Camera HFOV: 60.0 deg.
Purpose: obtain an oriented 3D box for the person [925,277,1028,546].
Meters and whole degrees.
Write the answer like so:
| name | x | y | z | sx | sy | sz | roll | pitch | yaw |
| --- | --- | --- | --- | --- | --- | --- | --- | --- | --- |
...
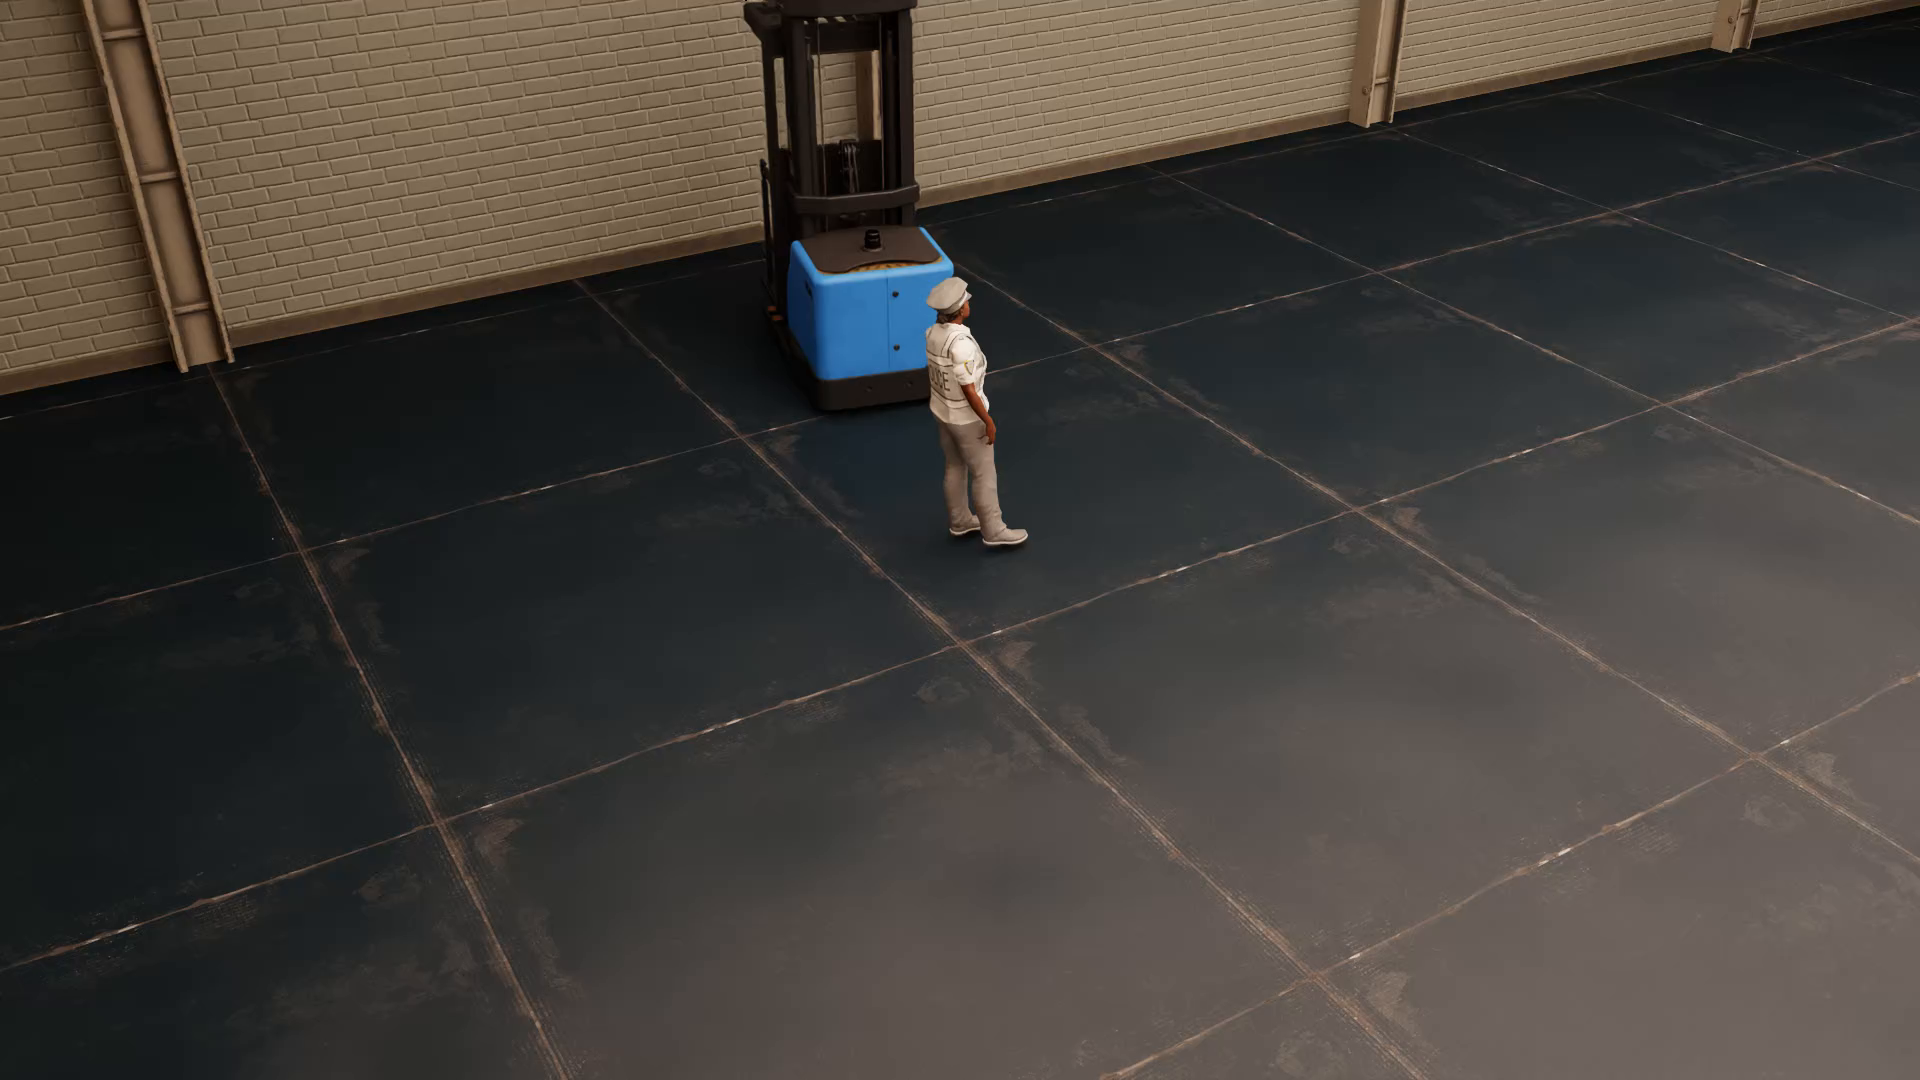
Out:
| name | x | y | z | sx | sy | sz | roll | pitch | yaw |
| --- | --- | --- | --- | --- | --- | --- | --- | --- | --- |
| person | 0.074 | -0.777 | 10.060 | 0.529 | 1.693 | 0.570 | -17 | 35 | -26 |

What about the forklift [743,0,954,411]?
| name | x | y | z | sx | sy | sz | roll | pitch | yaw |
| --- | --- | --- | --- | --- | --- | --- | --- | --- | --- |
| forklift | -0.950 | -2.927 | 12.536 | 1.130 | 2.935 | 3.031 | -9 | 32 | -15 |
